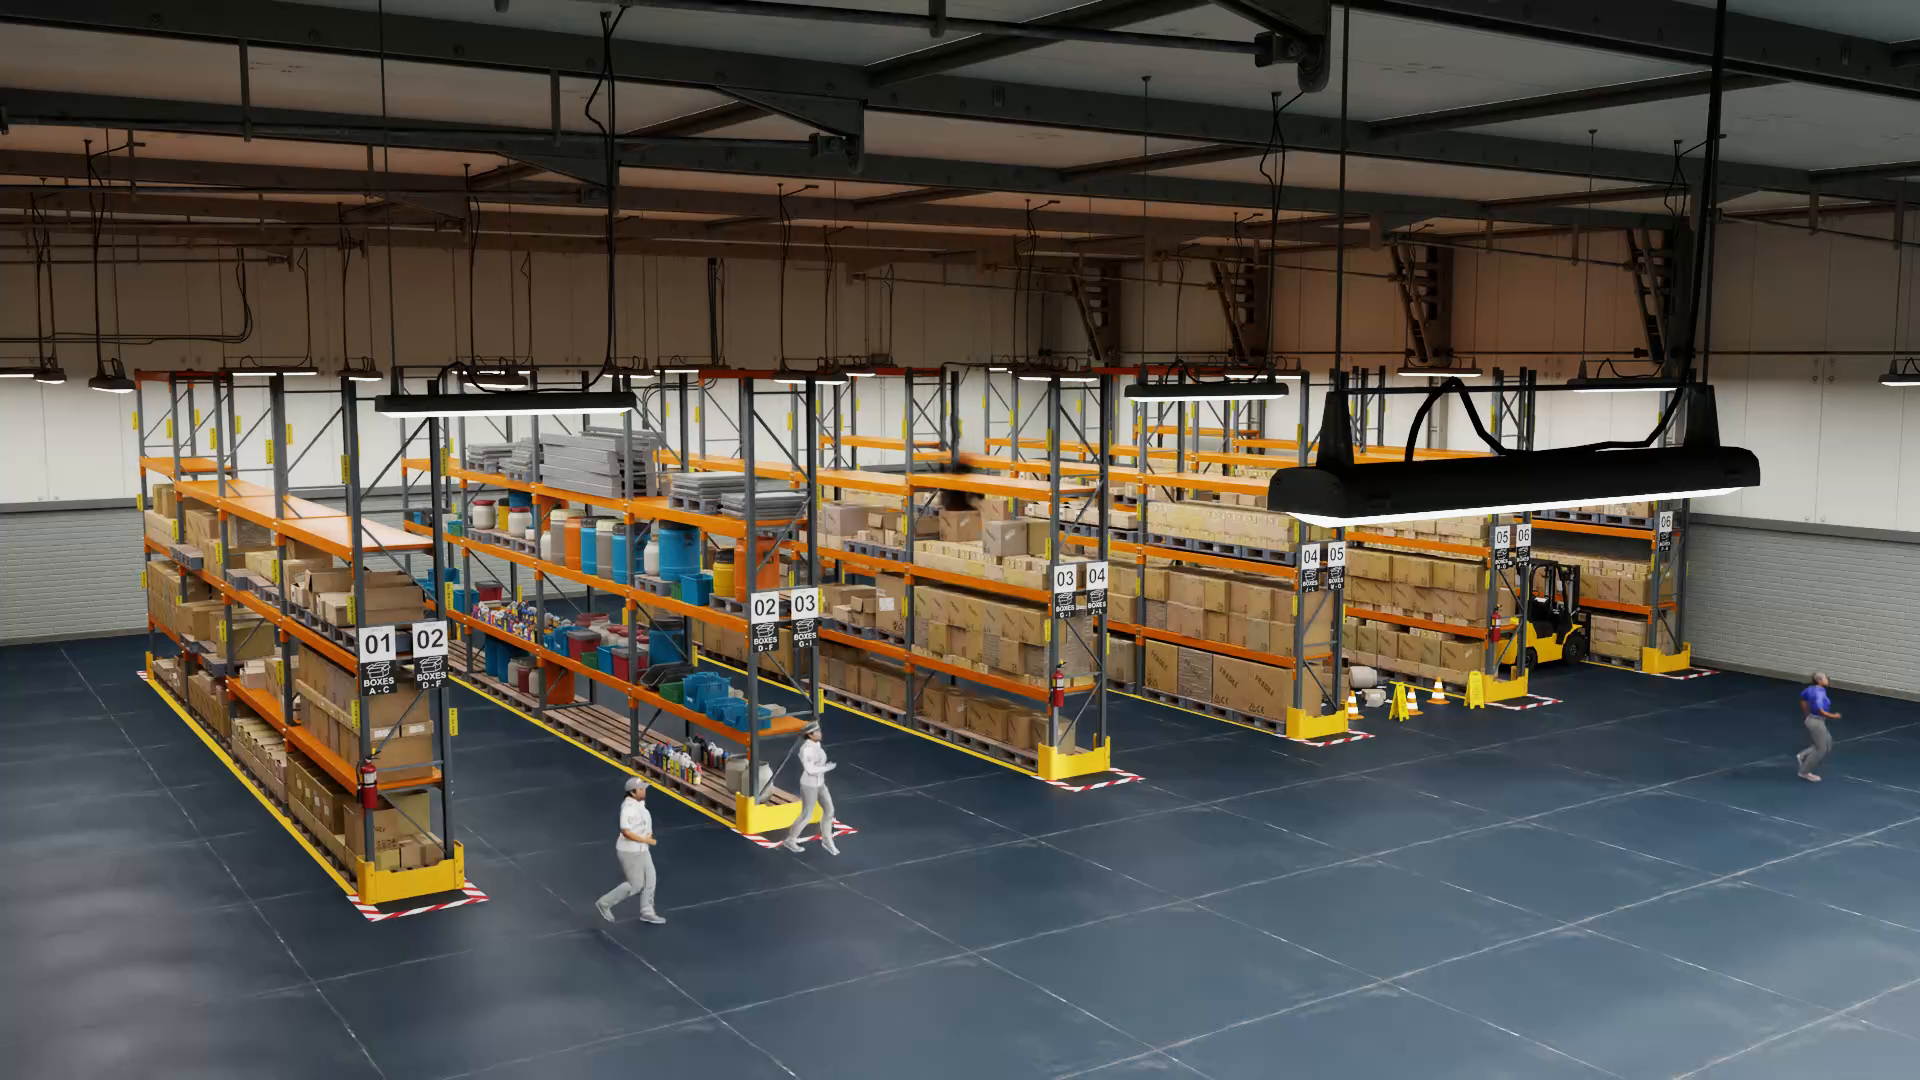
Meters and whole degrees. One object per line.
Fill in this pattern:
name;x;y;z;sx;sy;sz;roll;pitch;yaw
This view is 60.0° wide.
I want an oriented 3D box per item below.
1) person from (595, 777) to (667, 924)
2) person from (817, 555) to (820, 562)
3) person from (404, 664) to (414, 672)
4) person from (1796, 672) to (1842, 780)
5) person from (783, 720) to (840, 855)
person;-3.651;3.446;18.413;0.764;1.668;0.630;0;6;-2
person;-3.666;0.839;41.821;0.484;1.584;0.653;-3;7;-24
person;-9.315;2.236;28.522;0.678;1.818;0.738;-5;8;-39
person;12.742;2.749;24.643;0.537;1.624;0.624;1;7;13
person;-1.881;3.134;20.942;0.690;1.770;0.609;1;7;9
